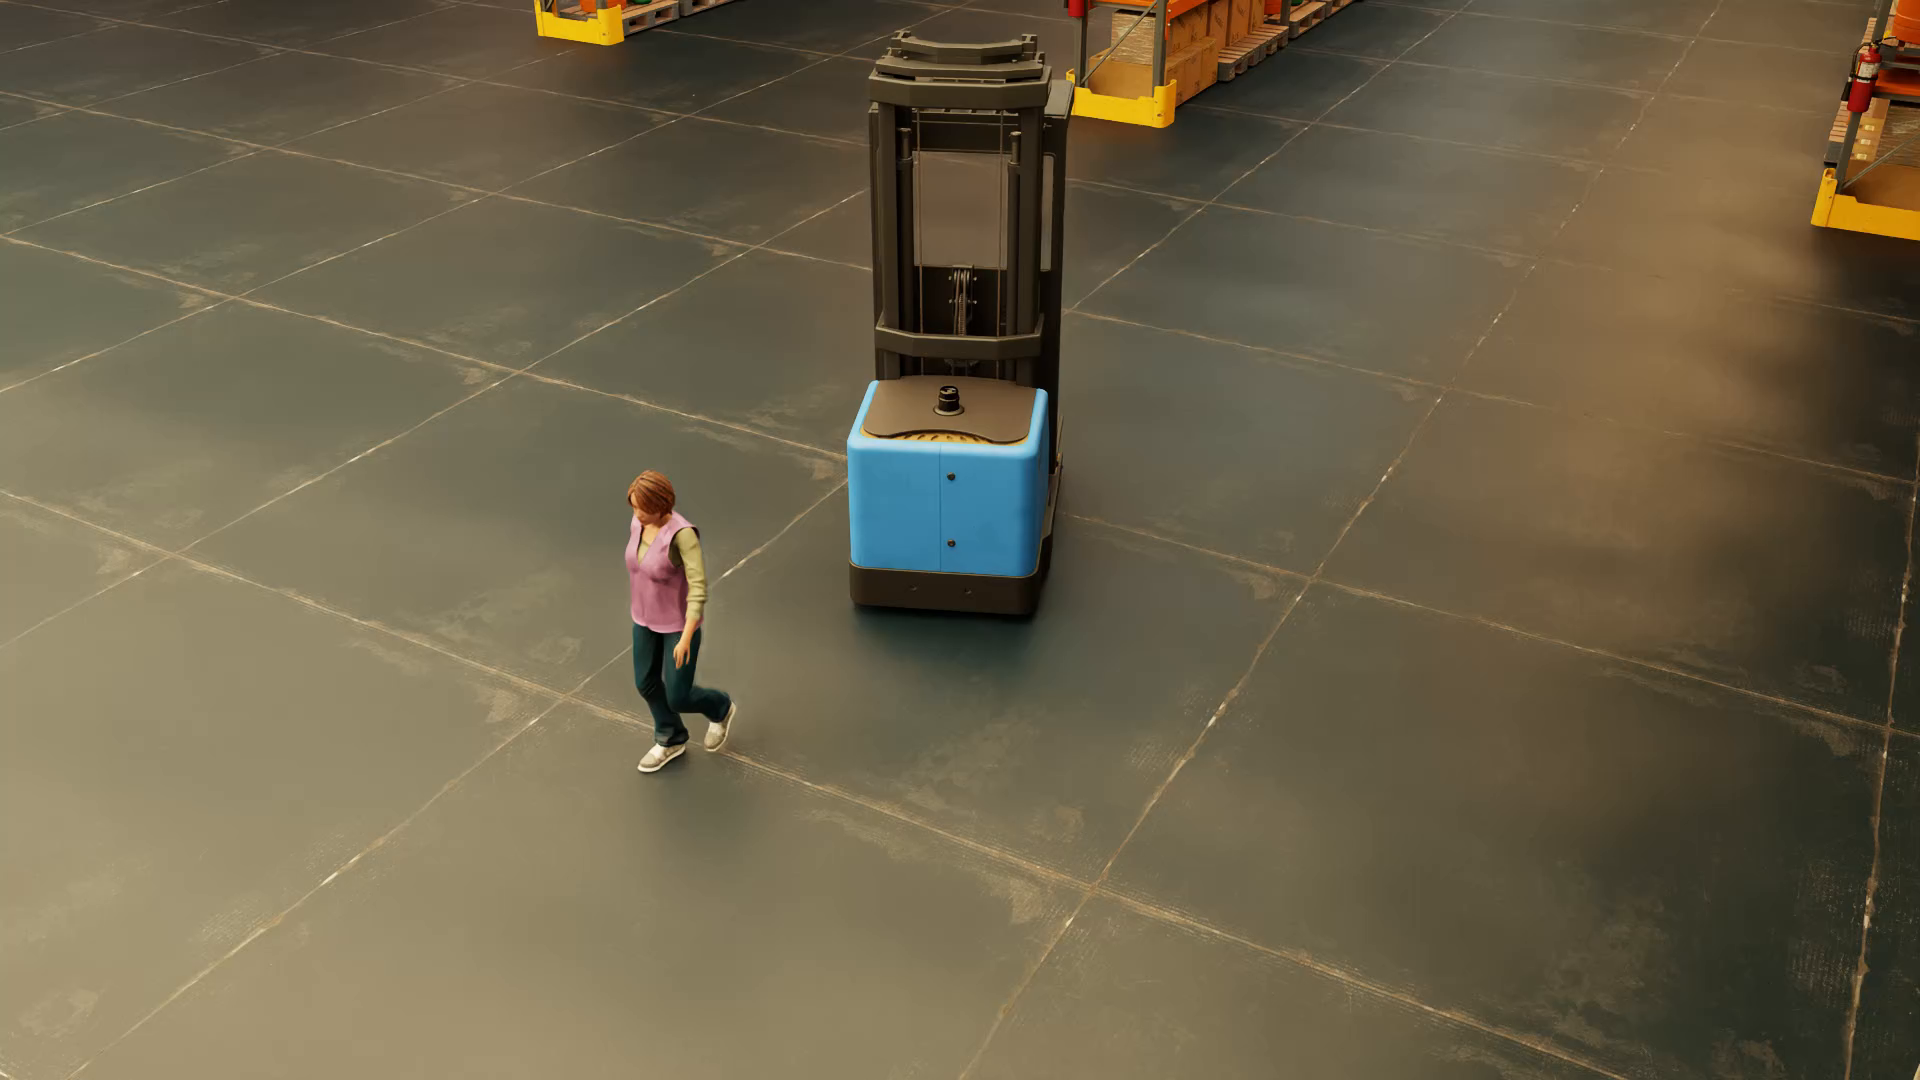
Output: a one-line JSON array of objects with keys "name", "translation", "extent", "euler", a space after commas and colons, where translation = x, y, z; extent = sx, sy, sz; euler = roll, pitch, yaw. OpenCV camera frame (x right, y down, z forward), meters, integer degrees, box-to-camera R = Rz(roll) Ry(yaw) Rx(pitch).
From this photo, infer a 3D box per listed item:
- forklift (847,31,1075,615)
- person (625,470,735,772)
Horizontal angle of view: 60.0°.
[{"name": "forklift", "translation": [0.072, -1.572, 9.794], "extent": [1.130, 2.935, 3.031], "euler": [3, 30, 6]}, {"name": "person", "translation": [-1.348, 0.377, 7.777], "extent": [0.627, 1.577, 0.495], "euler": [20, 36, 31]}]
